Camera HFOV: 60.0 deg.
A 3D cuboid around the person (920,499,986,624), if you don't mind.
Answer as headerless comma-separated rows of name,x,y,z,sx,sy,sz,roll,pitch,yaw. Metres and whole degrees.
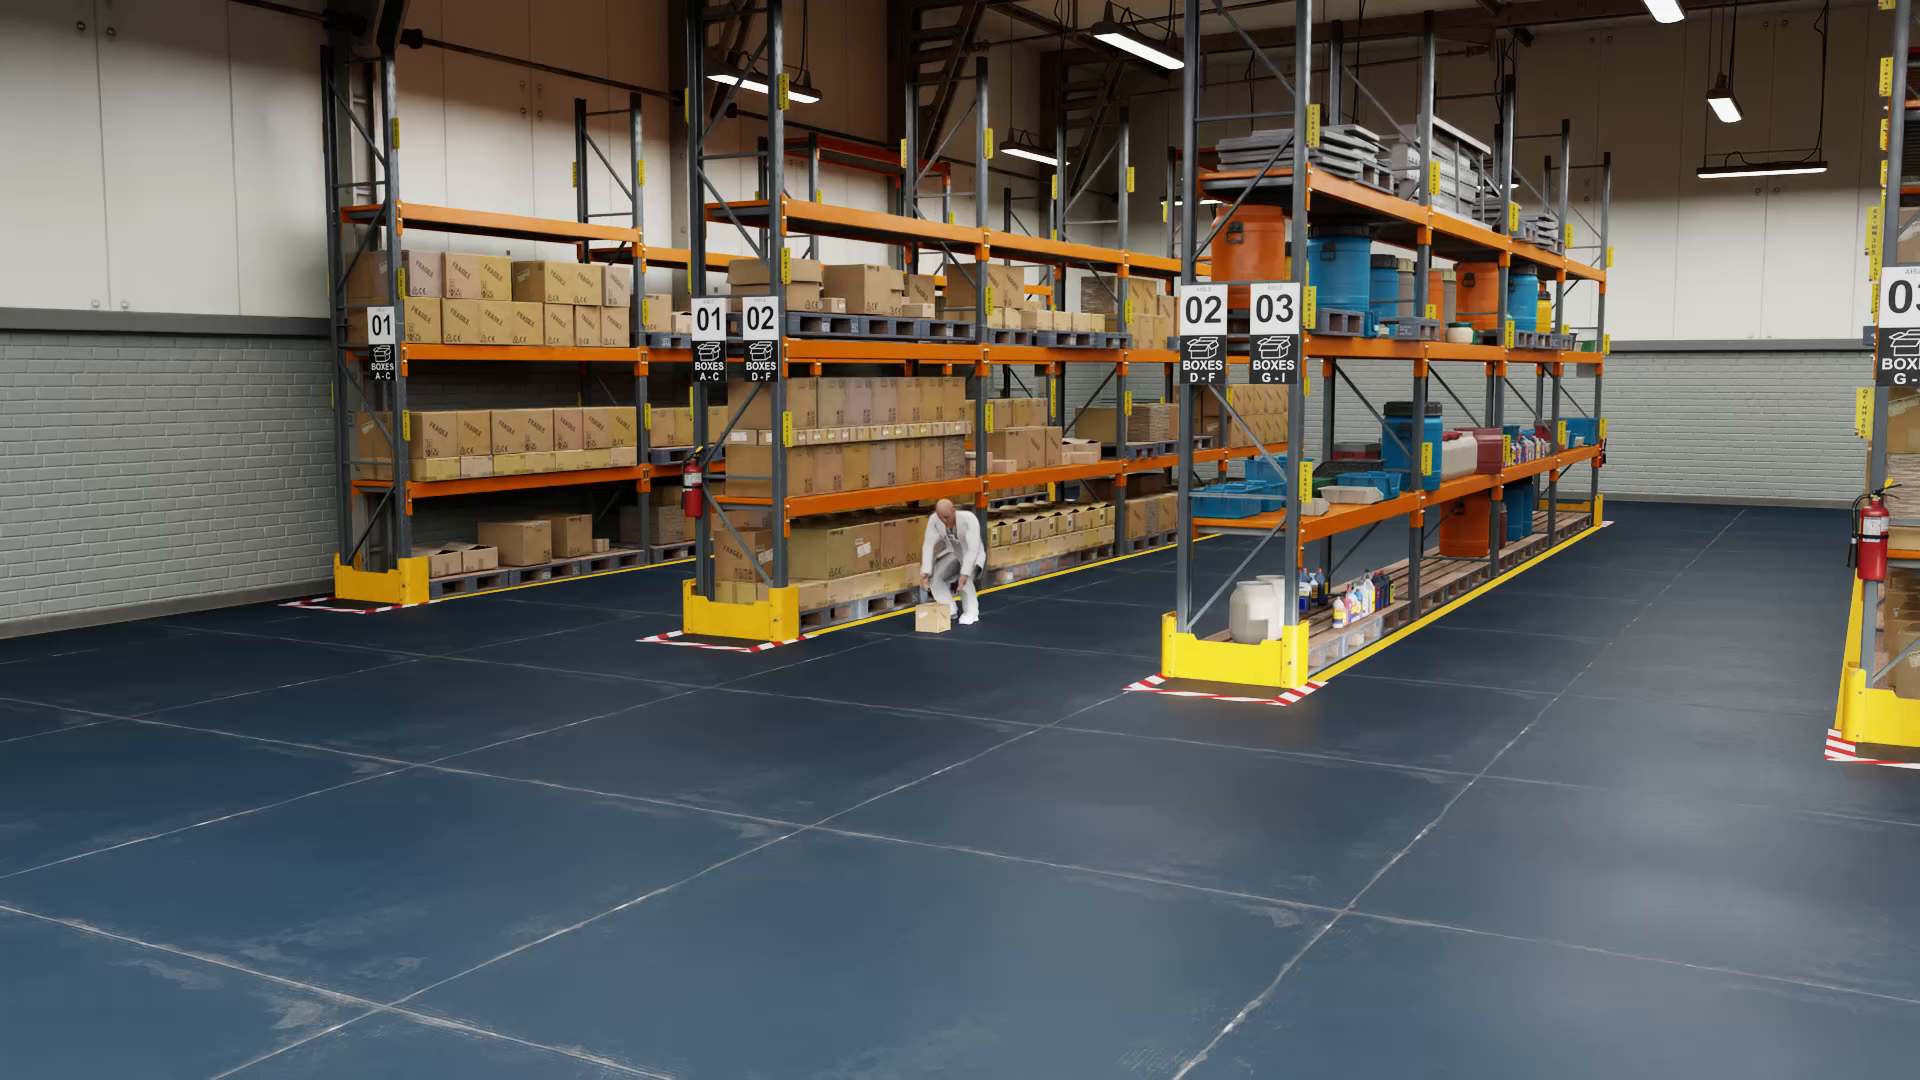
person,-0.027,0.207,16.617,0.634,1.256,0.793,3,7,29
